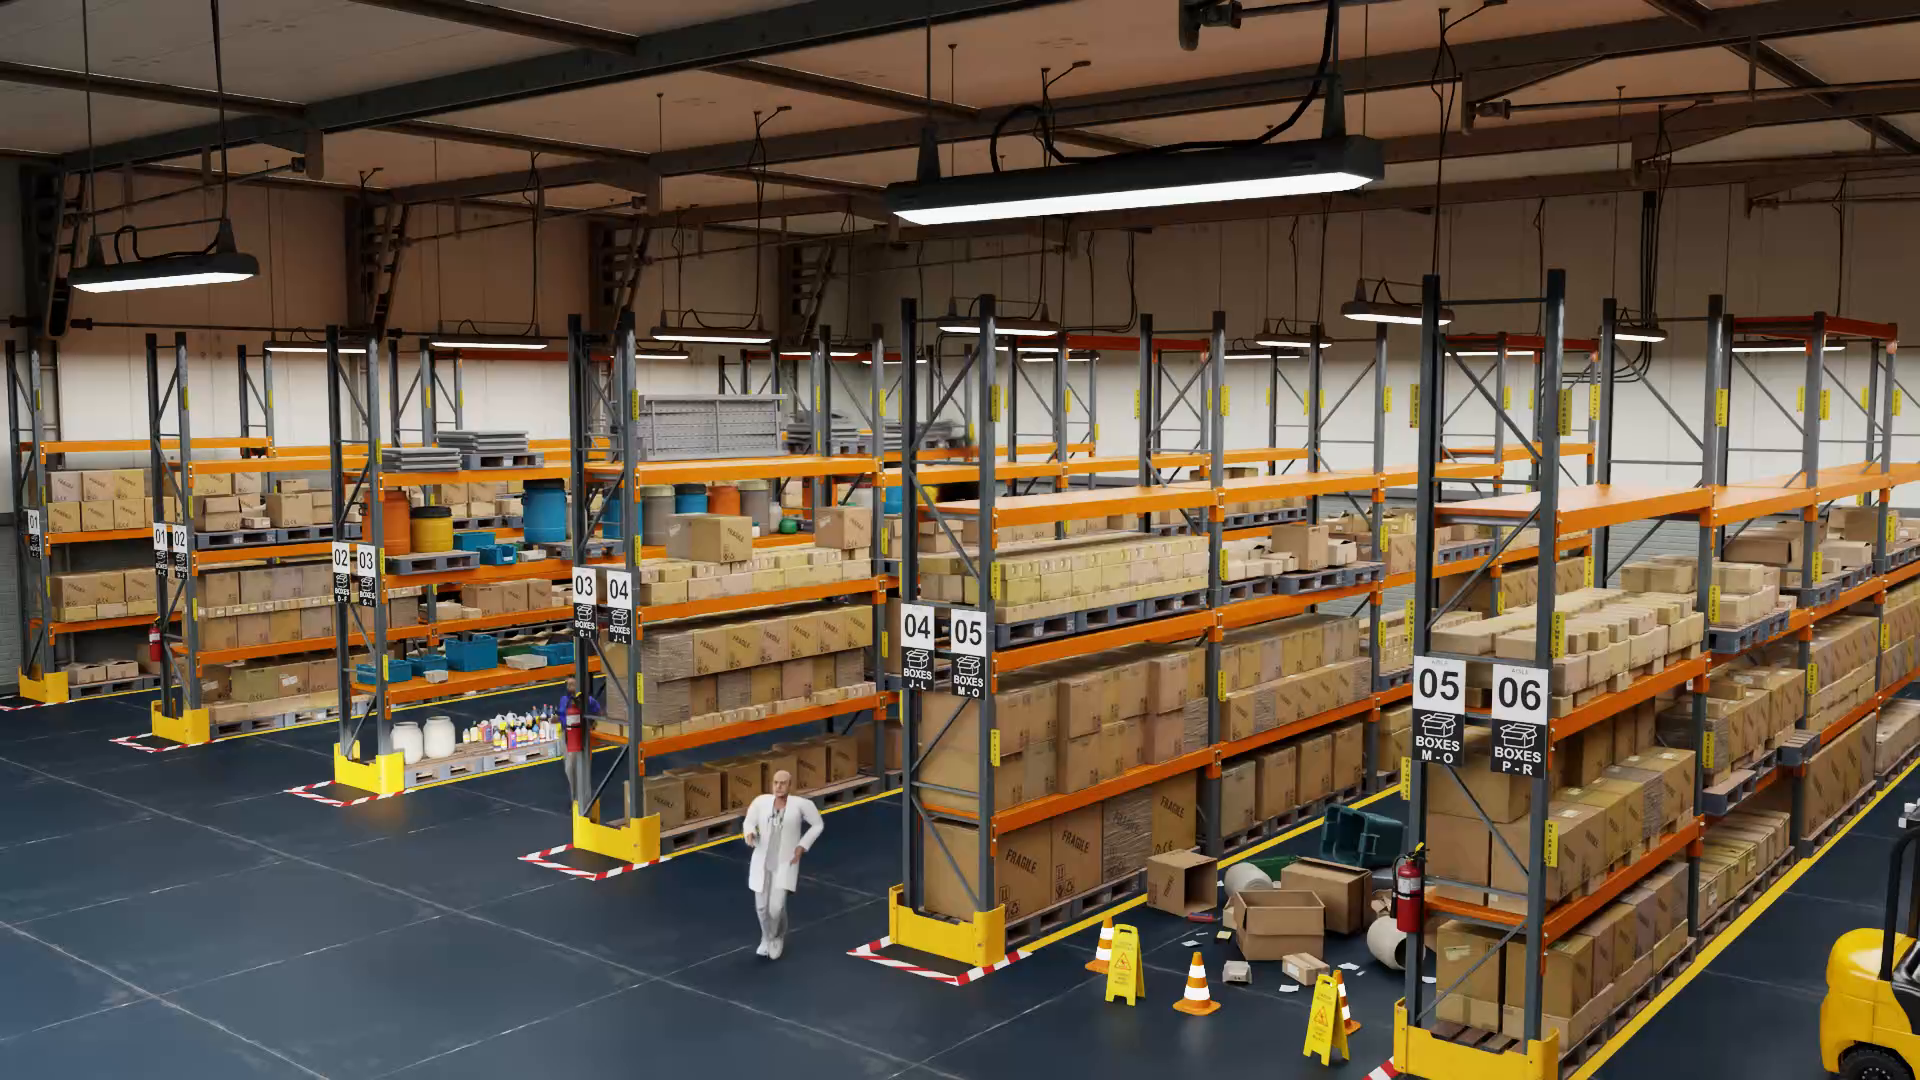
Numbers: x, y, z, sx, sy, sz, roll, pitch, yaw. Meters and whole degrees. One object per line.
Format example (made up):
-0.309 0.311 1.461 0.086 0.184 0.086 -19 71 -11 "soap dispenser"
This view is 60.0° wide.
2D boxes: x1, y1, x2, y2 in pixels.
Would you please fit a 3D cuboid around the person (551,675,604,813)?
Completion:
-4.757 2.515 20.494 0.553 1.686 0.681 3 6 28 "person"

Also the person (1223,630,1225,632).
3.910 2.125 25.133 0.482 1.597 0.734 3 6 34 "person"

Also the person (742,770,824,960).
-1.640 2.956 15.007 0.716 1.760 0.696 1 5 13 "person"
